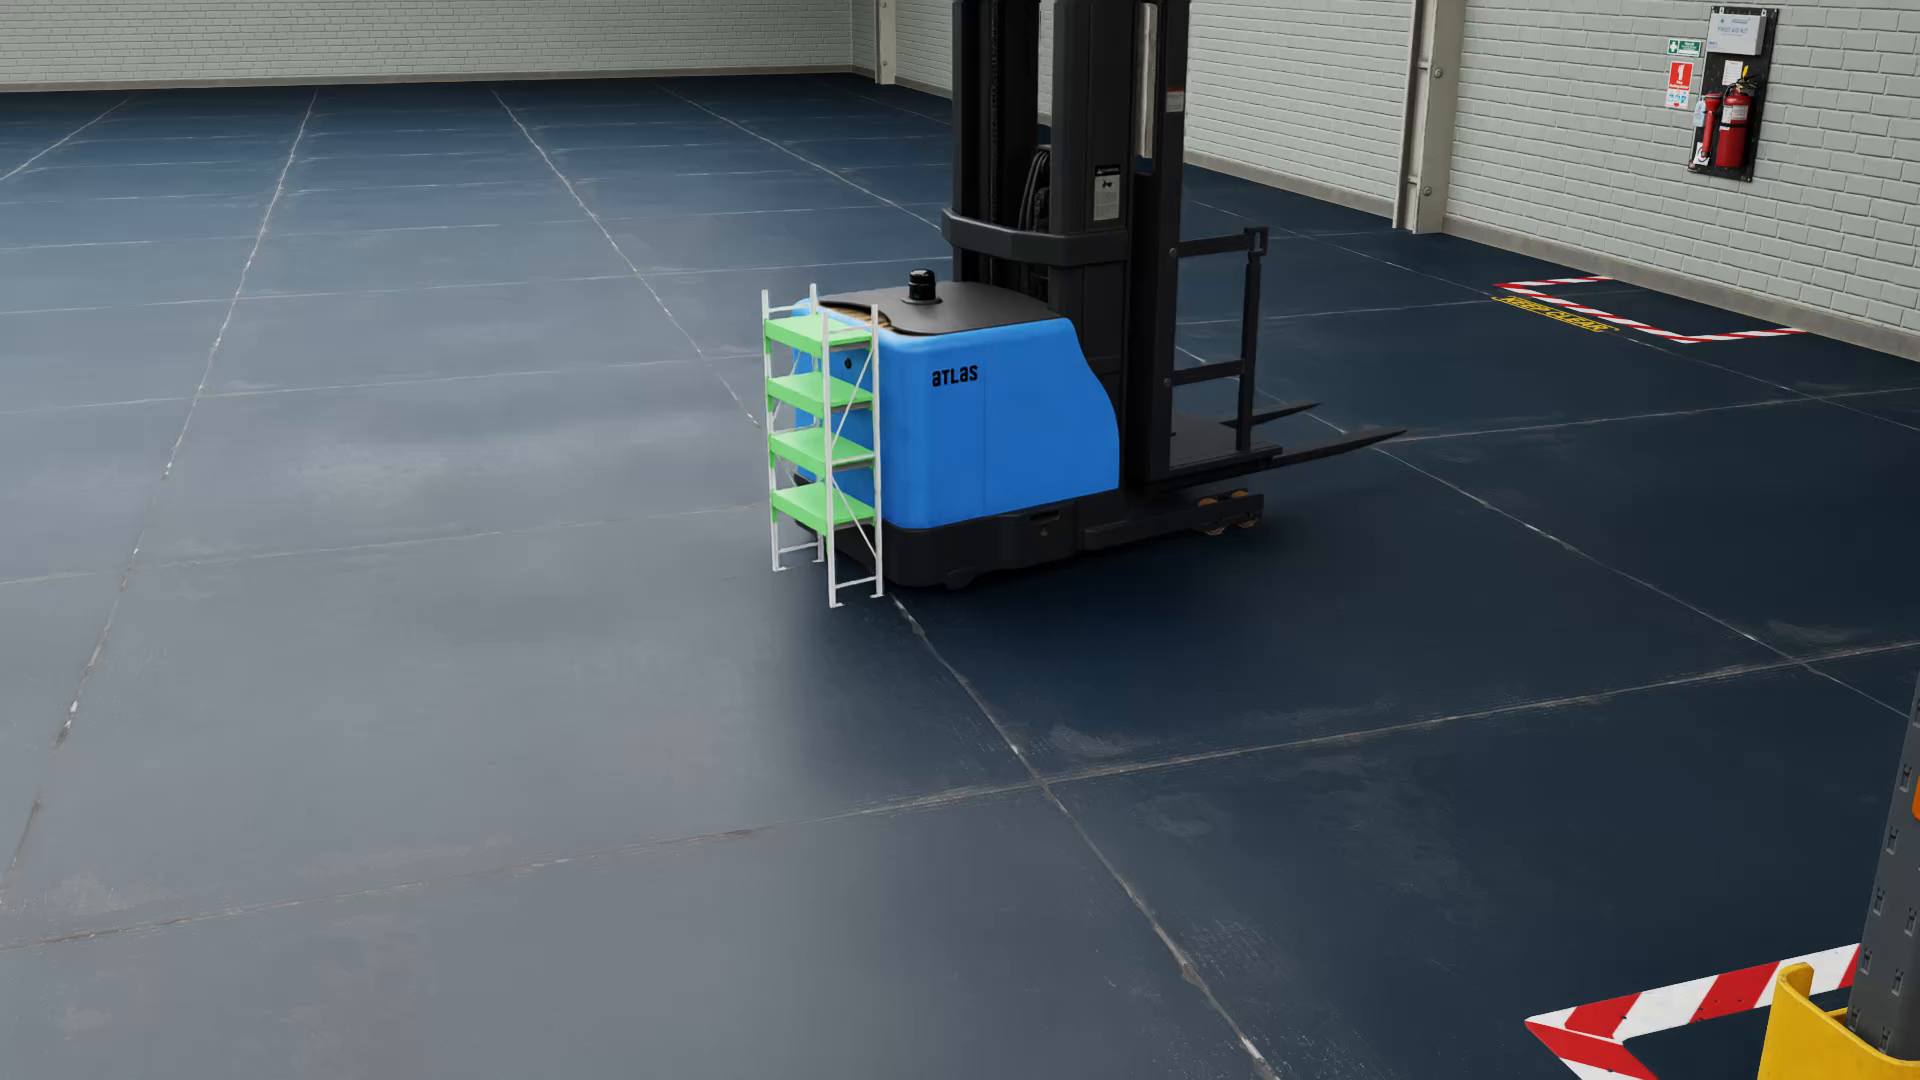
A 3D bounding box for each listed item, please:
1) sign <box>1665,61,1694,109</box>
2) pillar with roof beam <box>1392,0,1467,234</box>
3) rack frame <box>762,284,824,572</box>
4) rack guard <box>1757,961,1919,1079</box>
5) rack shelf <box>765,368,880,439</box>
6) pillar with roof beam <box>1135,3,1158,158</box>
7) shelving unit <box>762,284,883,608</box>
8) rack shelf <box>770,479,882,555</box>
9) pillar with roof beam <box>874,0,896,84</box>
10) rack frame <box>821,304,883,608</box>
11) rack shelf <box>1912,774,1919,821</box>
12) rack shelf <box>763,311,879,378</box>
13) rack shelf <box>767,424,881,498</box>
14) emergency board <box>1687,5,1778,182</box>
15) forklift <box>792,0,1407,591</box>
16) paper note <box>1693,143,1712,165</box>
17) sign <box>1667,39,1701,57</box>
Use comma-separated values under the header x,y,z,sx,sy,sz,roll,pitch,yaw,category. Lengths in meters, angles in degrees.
x,y,z,sx,sy,sz,roll,pitch,yaw,category
5.322,-3.368,12.304,0.001,0.329,0.234,-6,21,-17,sign
0.166,-6.657,12.639,9.100,9.000,0.400,-6,21,-17,pillar with roof beam
-0.689,-0.454,6.906,0.240,1.200,0.015,-13,23,-31,rack frame
2.274,1.123,3.551,1.175,0.500,0.348,-6,21,-17,rack guard
-0.554,-0.551,6.655,0.258,0.148,0.480,-13,23,-31,rack shelf
-1.720,-8.583,18.000,9.100,9.000,0.400,-6,21,-17,pillar with roof beam
-0.554,-0.385,6.714,0.258,1.200,0.503,-13,23,-31,shelving unit
-0.554,-0.099,6.817,0.258,0.148,0.480,-13,23,-31,rack shelf
-5.492,-12.434,28.721,9.100,9.000,0.400,-6,21,-17,pillar with roof beam
-0.419,-0.316,6.523,0.240,1.200,0.015,-13,23,-31,rack frame
2.910,0.935,1.441,1.077,0.370,4.000,-6,21,-17,rack shelf
-0.554,-0.777,6.573,0.258,0.148,0.480,-13,23,-31,rack shelf
-0.554,-0.325,6.736,0.258,0.148,0.480,-13,23,-31,rack shelf
5.398,-3.163,11.786,0.194,1.169,0.643,-6,21,-17,emergency board
0.780,-1.535,7.355,3.031,2.935,1.130,-12,23,-31,forklift
5.408,-2.813,12.113,0.016,0.148,0.142,-6,21,-17,paper note
5.315,-3.615,12.208,0.001,0.109,0.331,-6,21,-17,sign
